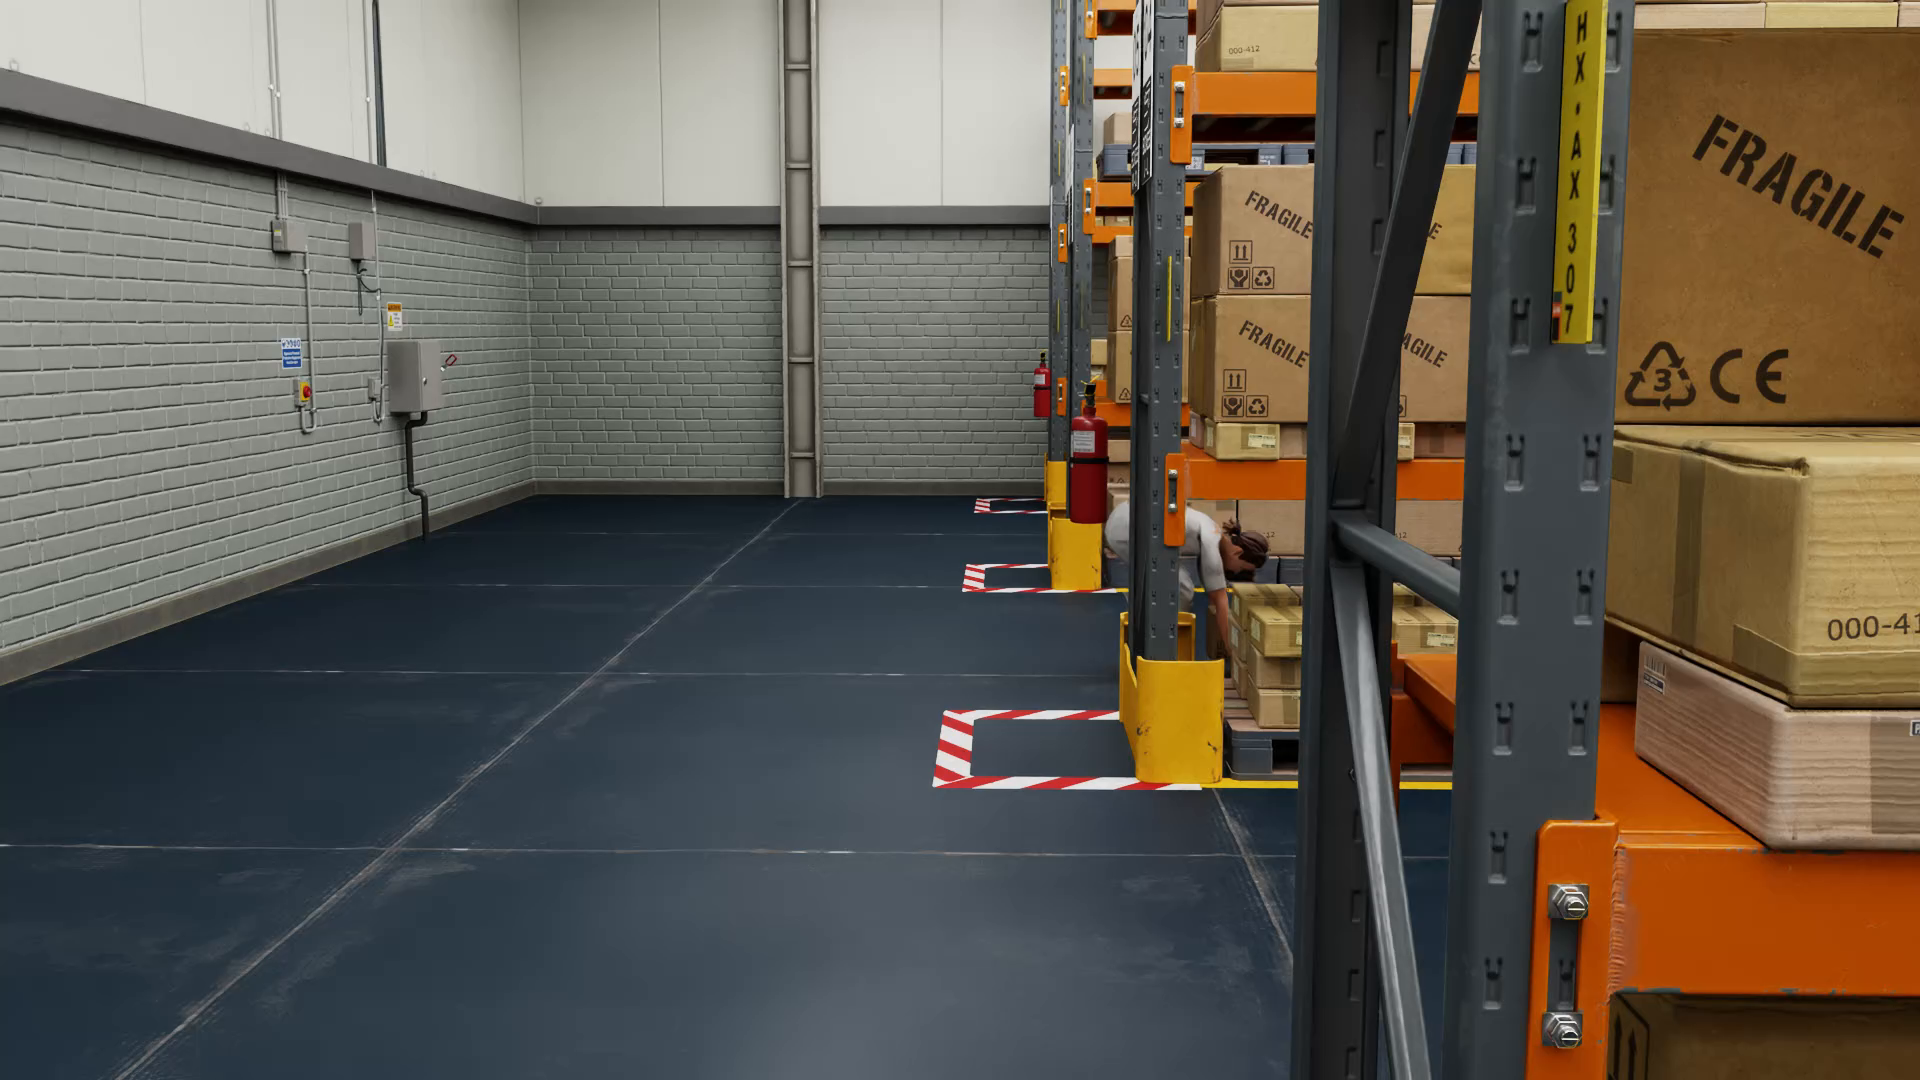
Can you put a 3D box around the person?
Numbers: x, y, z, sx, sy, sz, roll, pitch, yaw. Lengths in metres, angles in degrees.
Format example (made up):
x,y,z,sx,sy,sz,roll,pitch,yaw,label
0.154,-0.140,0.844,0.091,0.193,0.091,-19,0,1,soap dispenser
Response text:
x,y,z,sx,sy,sz,roll,pitch,yaw,label
1.187,0.246,8.761,0.853,0.937,0.457,1,7,7,person
